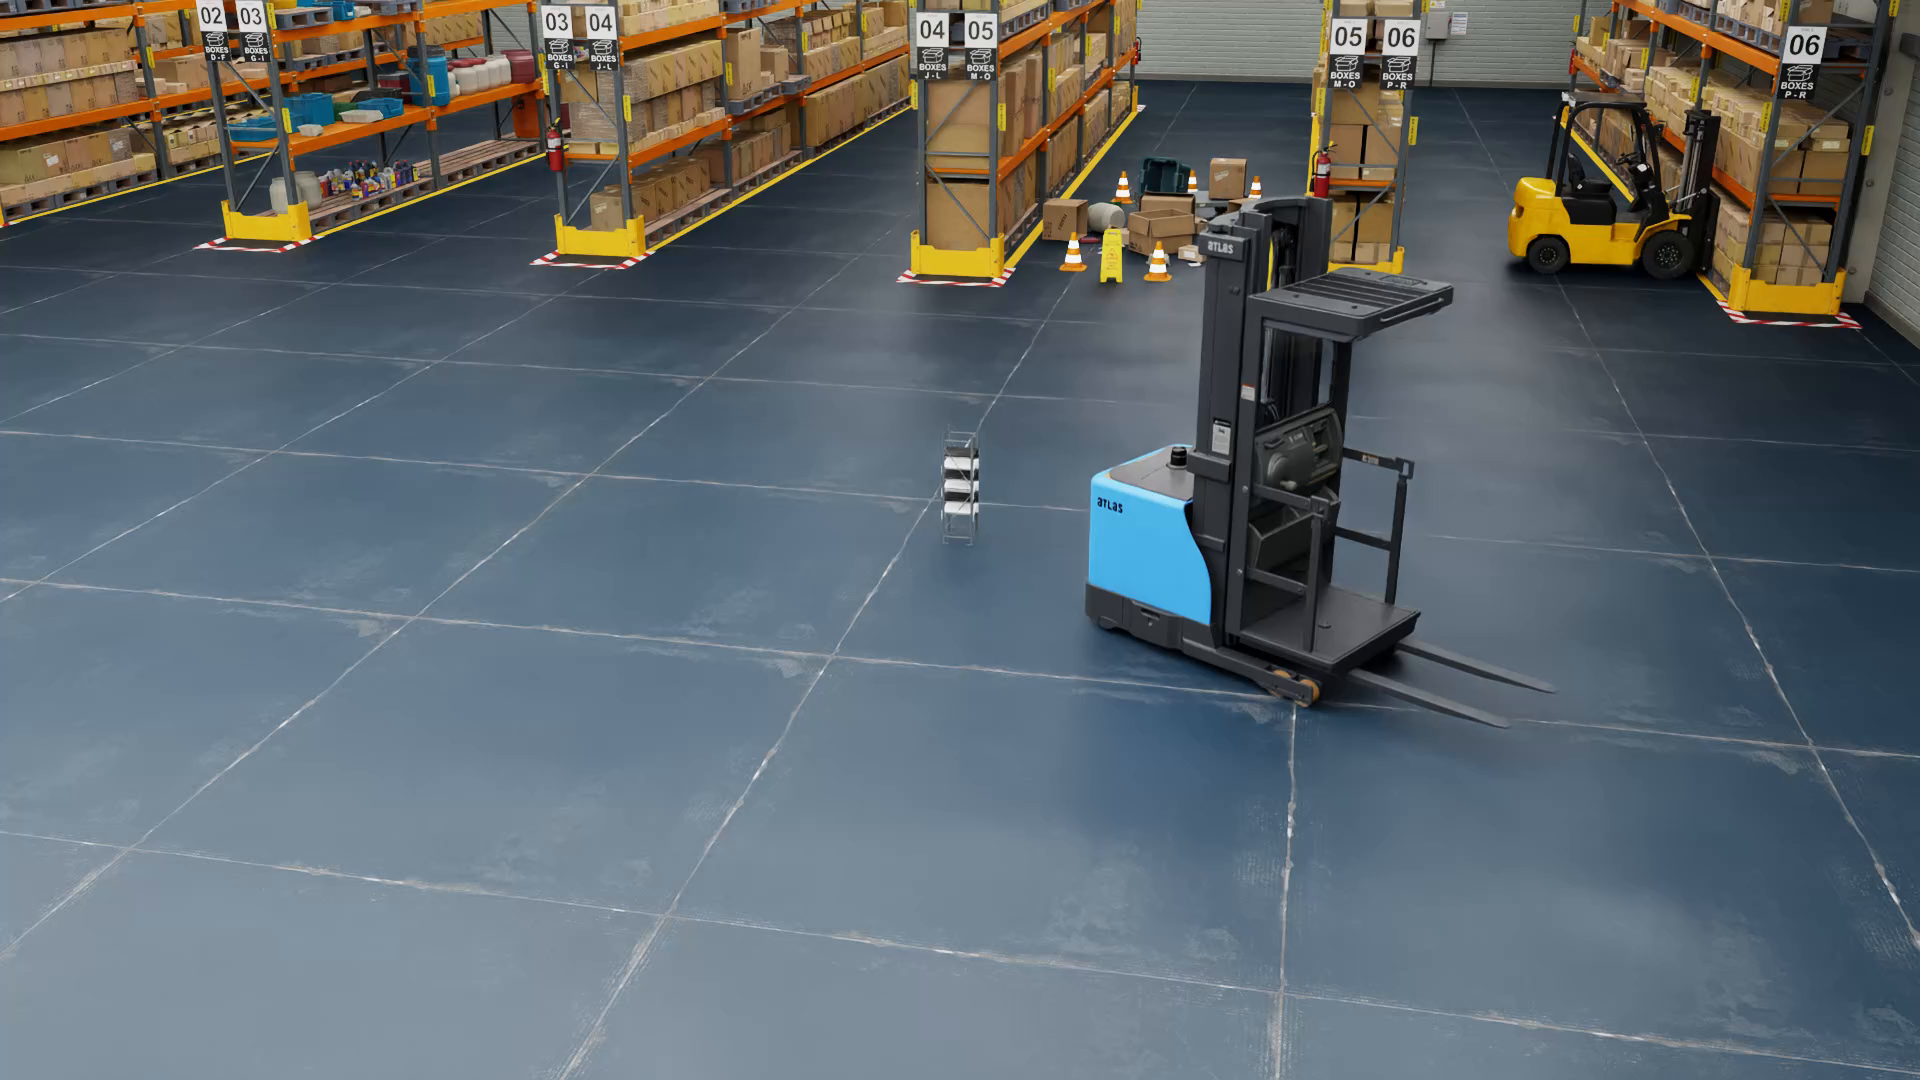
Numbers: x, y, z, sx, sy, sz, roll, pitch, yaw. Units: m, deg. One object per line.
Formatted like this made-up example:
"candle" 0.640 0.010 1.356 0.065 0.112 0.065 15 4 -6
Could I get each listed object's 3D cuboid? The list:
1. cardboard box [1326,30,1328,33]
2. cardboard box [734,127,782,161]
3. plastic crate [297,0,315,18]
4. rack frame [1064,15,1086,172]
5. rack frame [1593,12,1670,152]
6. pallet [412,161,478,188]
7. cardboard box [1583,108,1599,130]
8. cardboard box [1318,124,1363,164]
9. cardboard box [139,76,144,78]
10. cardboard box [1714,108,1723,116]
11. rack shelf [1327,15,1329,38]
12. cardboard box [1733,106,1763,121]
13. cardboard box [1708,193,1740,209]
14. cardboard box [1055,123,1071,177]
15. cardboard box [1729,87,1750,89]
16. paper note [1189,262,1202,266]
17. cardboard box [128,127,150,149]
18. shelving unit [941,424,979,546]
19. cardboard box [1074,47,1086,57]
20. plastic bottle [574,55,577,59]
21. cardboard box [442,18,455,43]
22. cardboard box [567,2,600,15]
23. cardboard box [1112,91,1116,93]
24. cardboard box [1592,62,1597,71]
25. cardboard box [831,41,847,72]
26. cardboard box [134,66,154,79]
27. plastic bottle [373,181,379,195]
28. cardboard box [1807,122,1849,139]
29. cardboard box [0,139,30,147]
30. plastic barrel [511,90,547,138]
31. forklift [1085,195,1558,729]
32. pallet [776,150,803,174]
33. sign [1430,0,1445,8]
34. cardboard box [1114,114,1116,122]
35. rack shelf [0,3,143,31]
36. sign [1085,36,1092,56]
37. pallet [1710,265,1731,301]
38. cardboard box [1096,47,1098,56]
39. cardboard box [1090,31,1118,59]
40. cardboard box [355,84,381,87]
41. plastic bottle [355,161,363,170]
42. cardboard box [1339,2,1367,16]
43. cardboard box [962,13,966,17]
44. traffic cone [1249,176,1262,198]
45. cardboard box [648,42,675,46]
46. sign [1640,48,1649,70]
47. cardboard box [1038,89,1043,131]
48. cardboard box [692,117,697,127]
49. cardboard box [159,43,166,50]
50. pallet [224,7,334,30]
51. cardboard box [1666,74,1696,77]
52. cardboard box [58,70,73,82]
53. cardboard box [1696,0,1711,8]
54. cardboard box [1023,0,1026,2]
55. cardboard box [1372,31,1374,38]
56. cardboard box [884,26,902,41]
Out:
"cardboard box" 6.419 -8.330 28.050 0.500 0.500 0.500 5 22 12
"cardboard box" -3.447 -6.773 28.412 0.700 0.500 0.500 3 22 6
"plastic crate" -9.616 -7.734 24.049 0.392 0.384 0.575 4 22 11
"rack frame" 1.606 -7.763 28.115 1.000 3.000 0.127 4 22 11
"rack frame" 12.149 -8.509 29.966 1.000 3.000 0.127 4 22 11
"pallet" -8.771 -6.090 27.692 1.003 0.211 1.213 4 22 11
"cardboard box" 12.323 -8.101 31.737 0.700 0.500 0.500 4 22 9
"cardboard box" 4.681 -4.901 20.475 0.500 0.500 0.500 4 22 10
"cardboard box" -13.742 -7.745 28.250 0.396 0.266 0.258 4 22 10
"cardboard box" 9.939 -5.461 21.396 0.380 0.149 0.250 4 22 10
"rack shelf" 6.065 -7.749 25.027 1.077 0.370 4.000 4 22 11
"cardboard box" 9.729 -5.227 20.416 0.380 0.149 0.250 5 22 12
"cardboard box" 9.791 -4.253 21.178 0.500 0.250 0.500 4 22 10
"cardboard box" 1.219 -6.379 27.126 1.050 0.750 0.750 5 22 12
"cardboard box" 10.988 -6.323 23.536 0.380 0.149 0.250 4 22 10
"paper note" 3.085 -3.617 21.795 0.148 0.019 0.142 -3 22 -8
"cardboard box" -13.940 -6.821 28.144 0.500 0.311 0.500 4 22 11
"shelving unit" 0.002 -0.420 12.693 0.258 0.900 0.210 4 22 11
"cardboard box" 1.997 -8.460 28.821 0.380 0.149 0.250 4 22 11
"plastic bottle" -7.390 -9.139 31.697 0.152 0.276 0.135 4 22 11
"cardboard box" -11.431 -11.166 36.430 0.500 0.500 0.500 4 22 10
"cardboard box" -4.942 -6.971 21.799 0.380 0.149 0.250 4 22 9
"cardboard box" 2.951 -8.967 33.561 0.380 0.149 0.250 4 22 9
"cardboard box" 12.133 -8.911 31.301 0.380 0.149 0.250 4 22 10
"cardboard box" -2.448 -9.124 31.359 0.500 0.500 0.500 4 22 10
"cardboard box" -17.144 -9.399 34.491 0.750 0.750 0.750 5 23 13
"plastic bottle" -8.924 -5.374 25.338 0.097 0.201 0.097 0 22 0
"cardboard box" 9.978 -4.712 19.138 0.380 0.149 0.250 4 22 10
"cardboard box" -14.551 -5.862 25.508 0.500 0.500 0.500 4 22 11
"plastic barrel" -7.994 -7.924 30.857 0.600 0.830 0.708 4 22 11
"forklift" 2.276 -0.548 10.290 3.031 2.935 1.130 19 29 39
"pallet" -3.390 -6.599 28.957 1.003 0.211 1.213 4 22 11
"sign" 11.248 -12.662 39.173 0.339 0.242 0.001 4 22 11
"cardboard box" 2.866 -8.305 32.712 0.380 0.149 0.250 5 22 13
"rack shelf" -14.150 -7.798 25.149 1.077 0.370 4.000 4 22 11
"sign" 2.150 -8.259 27.796 0.100 0.325 0.005 4 22 11
"pallet" 9.815 -3.110 20.292 1.003 0.211 1.213 4 22 11
"cardboard box" 2.323 -8.900 30.312 0.380 0.149 0.250 3 22 8
"cardboard box" 2.770 -9.572 32.075 0.500 0.500 0.500 4 22 10
"cardboard box" -12.039 -9.060 34.091 0.500 0.500 0.500 5 22 11
"plastic bottle" -9.465 -5.805 26.209 0.144 0.351 0.185 5 22 12
"cardboard box" 4.620 -6.288 19.705 0.380 0.149 0.250 5 22 11
"cardboard box" -0.134 -6.779 21.297 0.380 0.149 0.250 5 22 11
"traffic cone" 4.539 -5.344 25.502 0.336 0.463 0.334 4 22 11
"cardboard box" -4.486 -7.035 24.437 0.500 0.500 0.500 4 22 11
"sign" 10.800 -7.584 26.226 0.100 0.325 0.005 4 22 11
"cardboard box" 0.726 -6.234 24.117 0.875 0.550 0.550 4 22 11
"cardboard box" -4.093 -6.139 24.418 0.380 0.149 0.250 4 22 11
"cardboard box" -16.877 -10.336 34.813 0.380 0.149 0.250 5 23 13
"pallet" -9.445 -7.229 23.026 1.003 0.211 1.213 4 22 11
"cardboard box" 10.836 -6.915 25.005 0.380 0.149 0.250 5 22 11
"cardboard box" -13.900 -7.142 25.569 0.380 0.149 0.250 5 23 13
"cardboard box" 10.426 -7.458 22.763 0.500 0.311 0.500 4 22 9
"cardboard box" 0.631 -7.249 21.929 0.500 0.250 0.500 4 22 11
"cardboard box" 5.482 -6.538 21.394 0.380 0.149 0.250 4 22 10
"cardboard box" -1.540 -10.790 35.431 0.500 0.250 0.500 4 22 10
